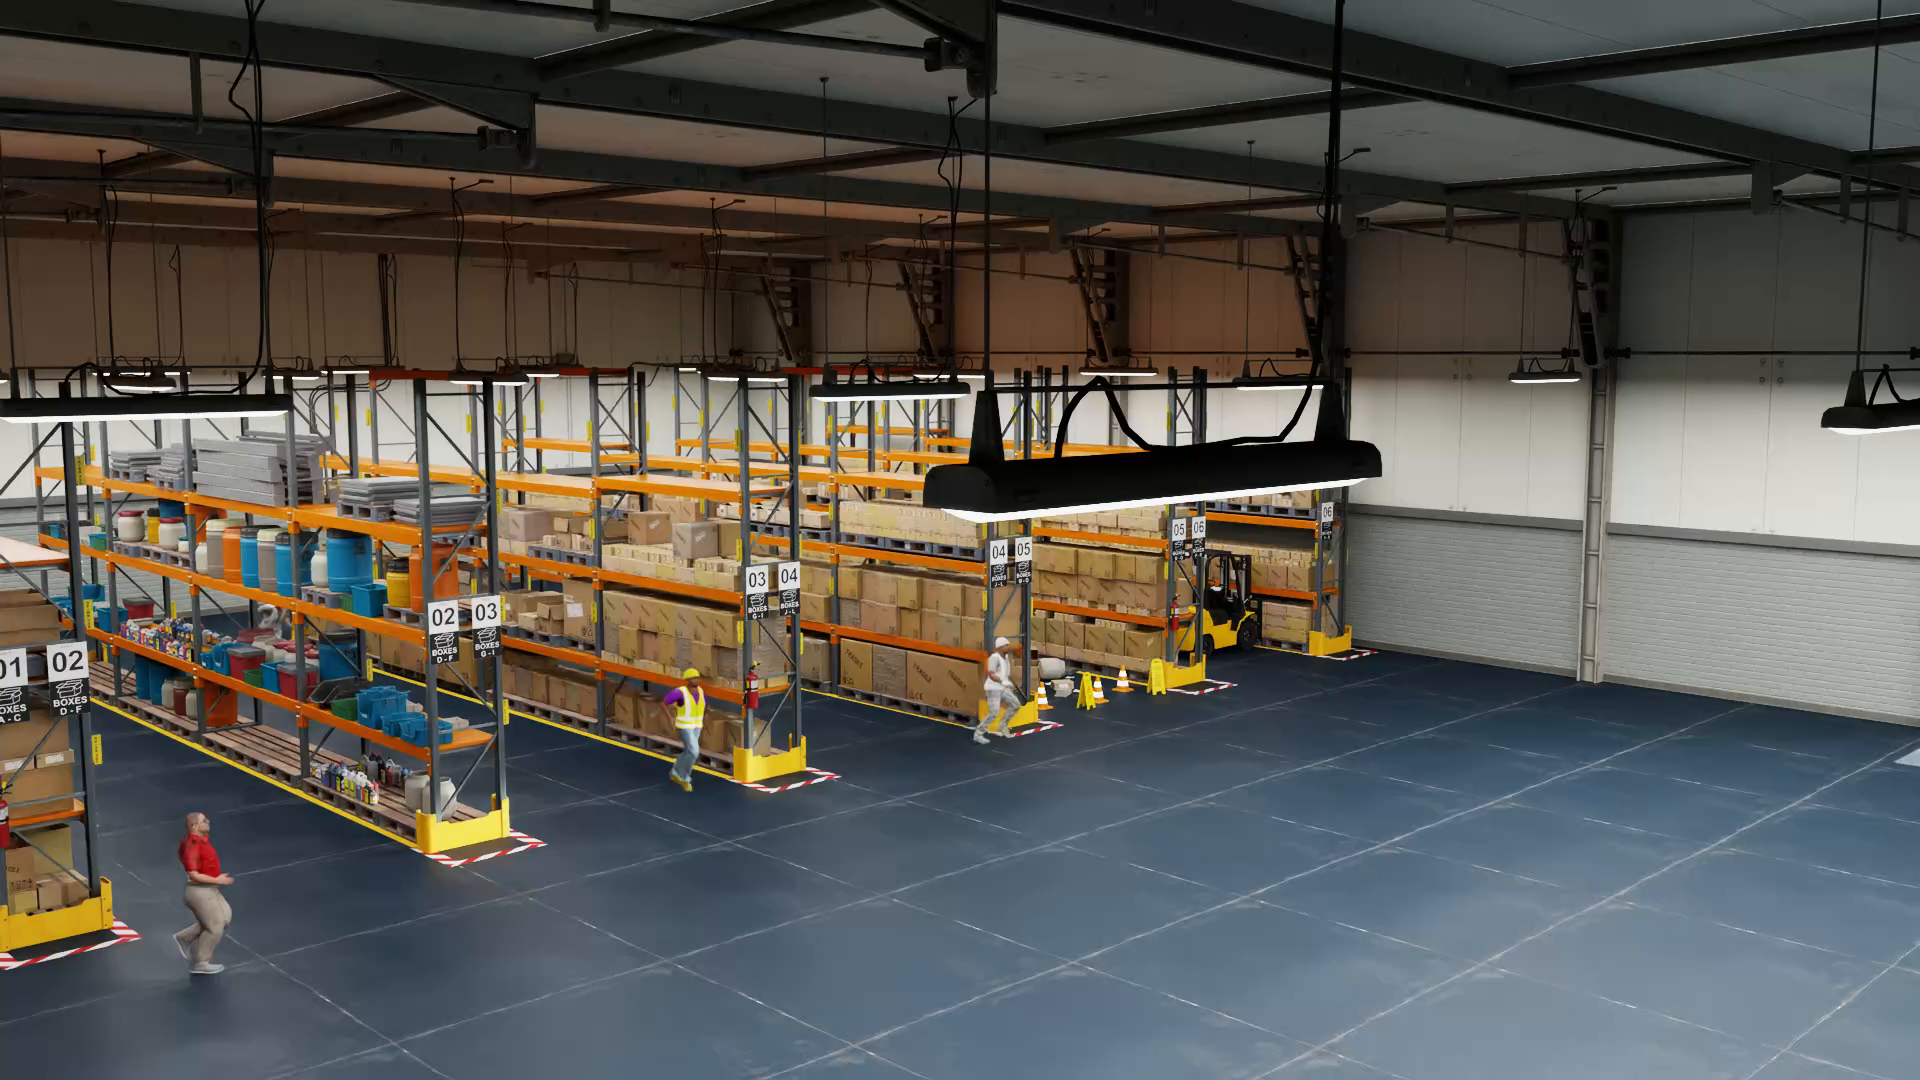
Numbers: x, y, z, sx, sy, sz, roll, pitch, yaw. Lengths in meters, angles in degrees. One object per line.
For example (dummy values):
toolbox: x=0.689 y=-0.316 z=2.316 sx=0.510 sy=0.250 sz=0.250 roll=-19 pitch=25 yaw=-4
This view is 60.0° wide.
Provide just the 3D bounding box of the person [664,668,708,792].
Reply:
person: x=-3.958 y=2.762 z=24.231 sx=0.680 sy=1.817 sz=0.668 roll=5 pitch=8 yaw=37

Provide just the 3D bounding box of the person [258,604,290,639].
person: x=-13.639 y=1.827 z=32.997 sx=0.821 sy=1.593 sz=0.694 roll=4 pitch=8 yaw=33

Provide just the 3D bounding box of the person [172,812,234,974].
person: x=-7.718 y=3.595 z=16.965 sx=0.573 sy=1.685 sz=0.664 roll=-3 pitch=7 yaw=-24

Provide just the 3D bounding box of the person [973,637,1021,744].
person: x=0.626 y=2.427 z=27.110 sx=0.677 sy=1.713 sz=0.815 roll=2 pitch=7 yaw=17
